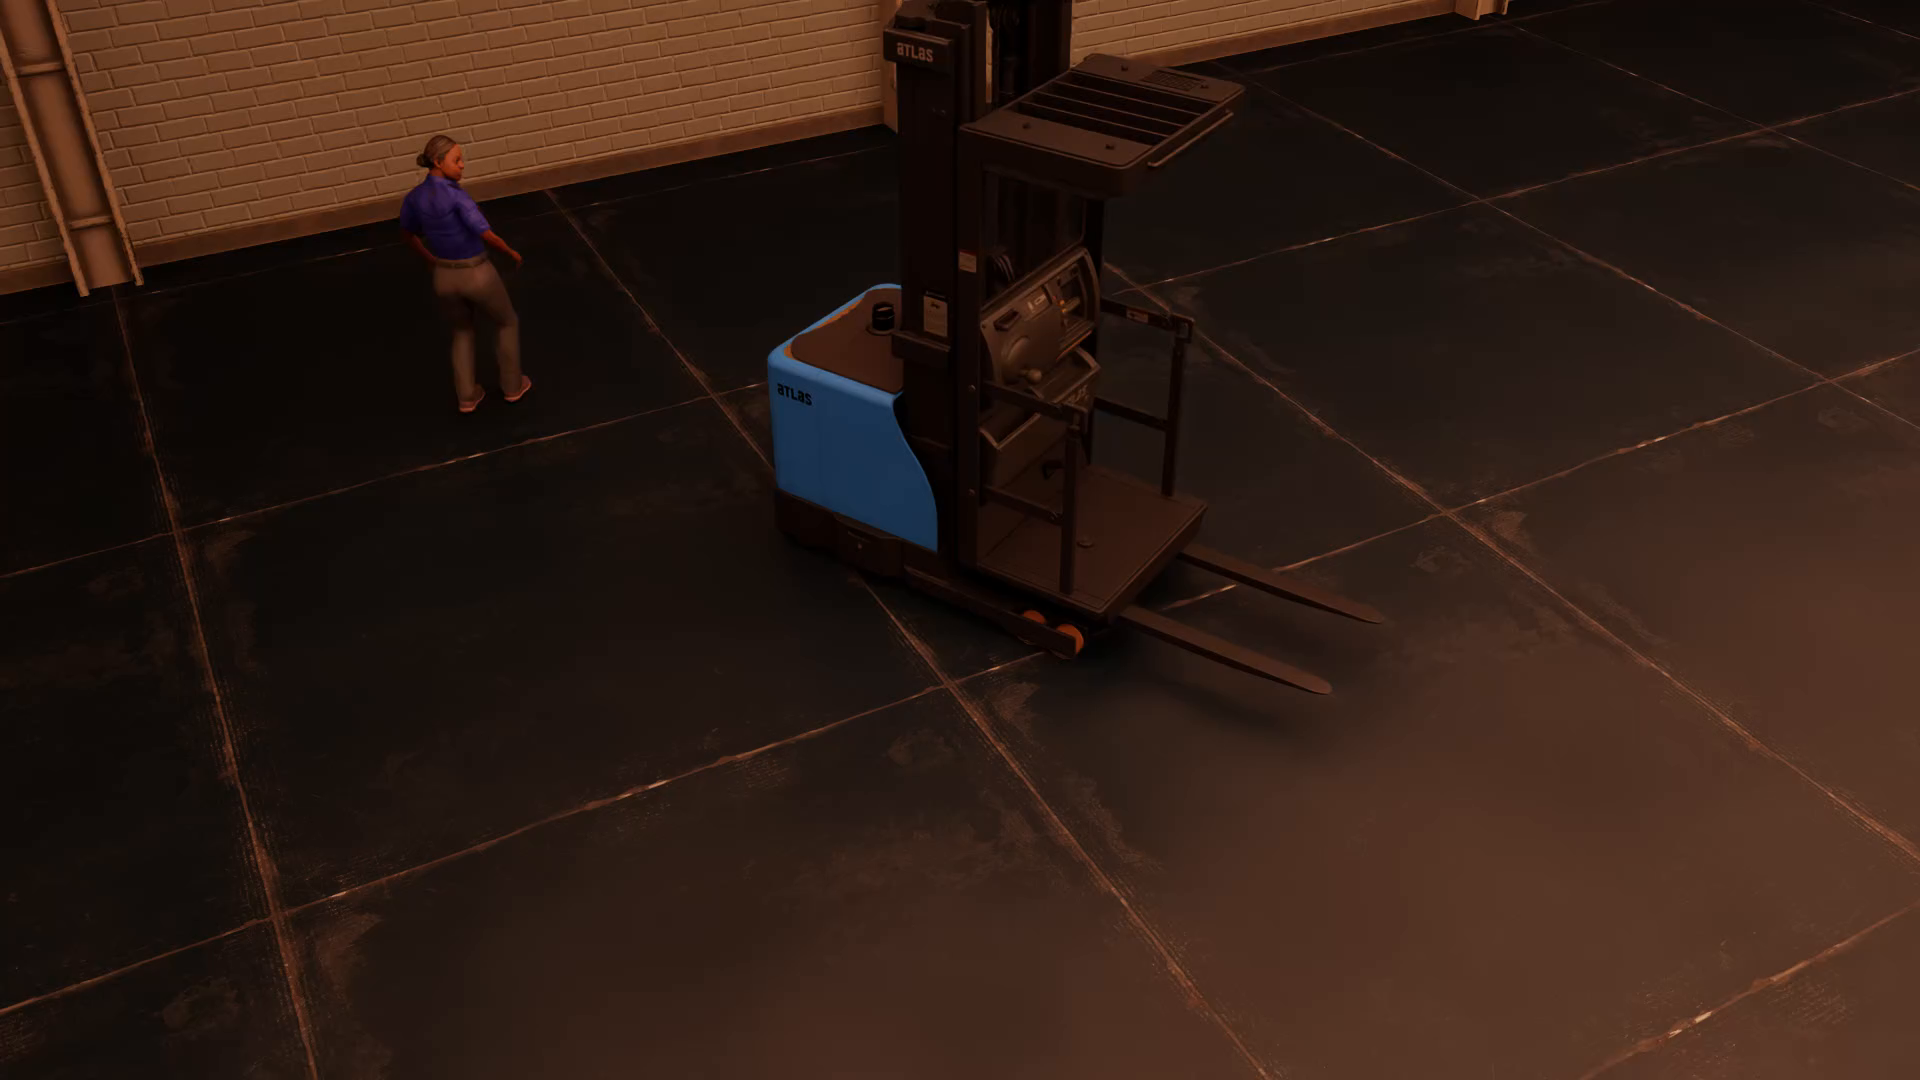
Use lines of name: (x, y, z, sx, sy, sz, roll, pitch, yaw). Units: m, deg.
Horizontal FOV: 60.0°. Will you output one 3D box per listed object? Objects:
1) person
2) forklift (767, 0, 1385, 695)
person: (-2.795, -1.504, 9.403, 0.655, 1.621, 0.463, 9, 36, 12)
forklift: (0.547, -0.984, 7.515, 3.031, 2.935, 1.130, 21, 40, 27)
